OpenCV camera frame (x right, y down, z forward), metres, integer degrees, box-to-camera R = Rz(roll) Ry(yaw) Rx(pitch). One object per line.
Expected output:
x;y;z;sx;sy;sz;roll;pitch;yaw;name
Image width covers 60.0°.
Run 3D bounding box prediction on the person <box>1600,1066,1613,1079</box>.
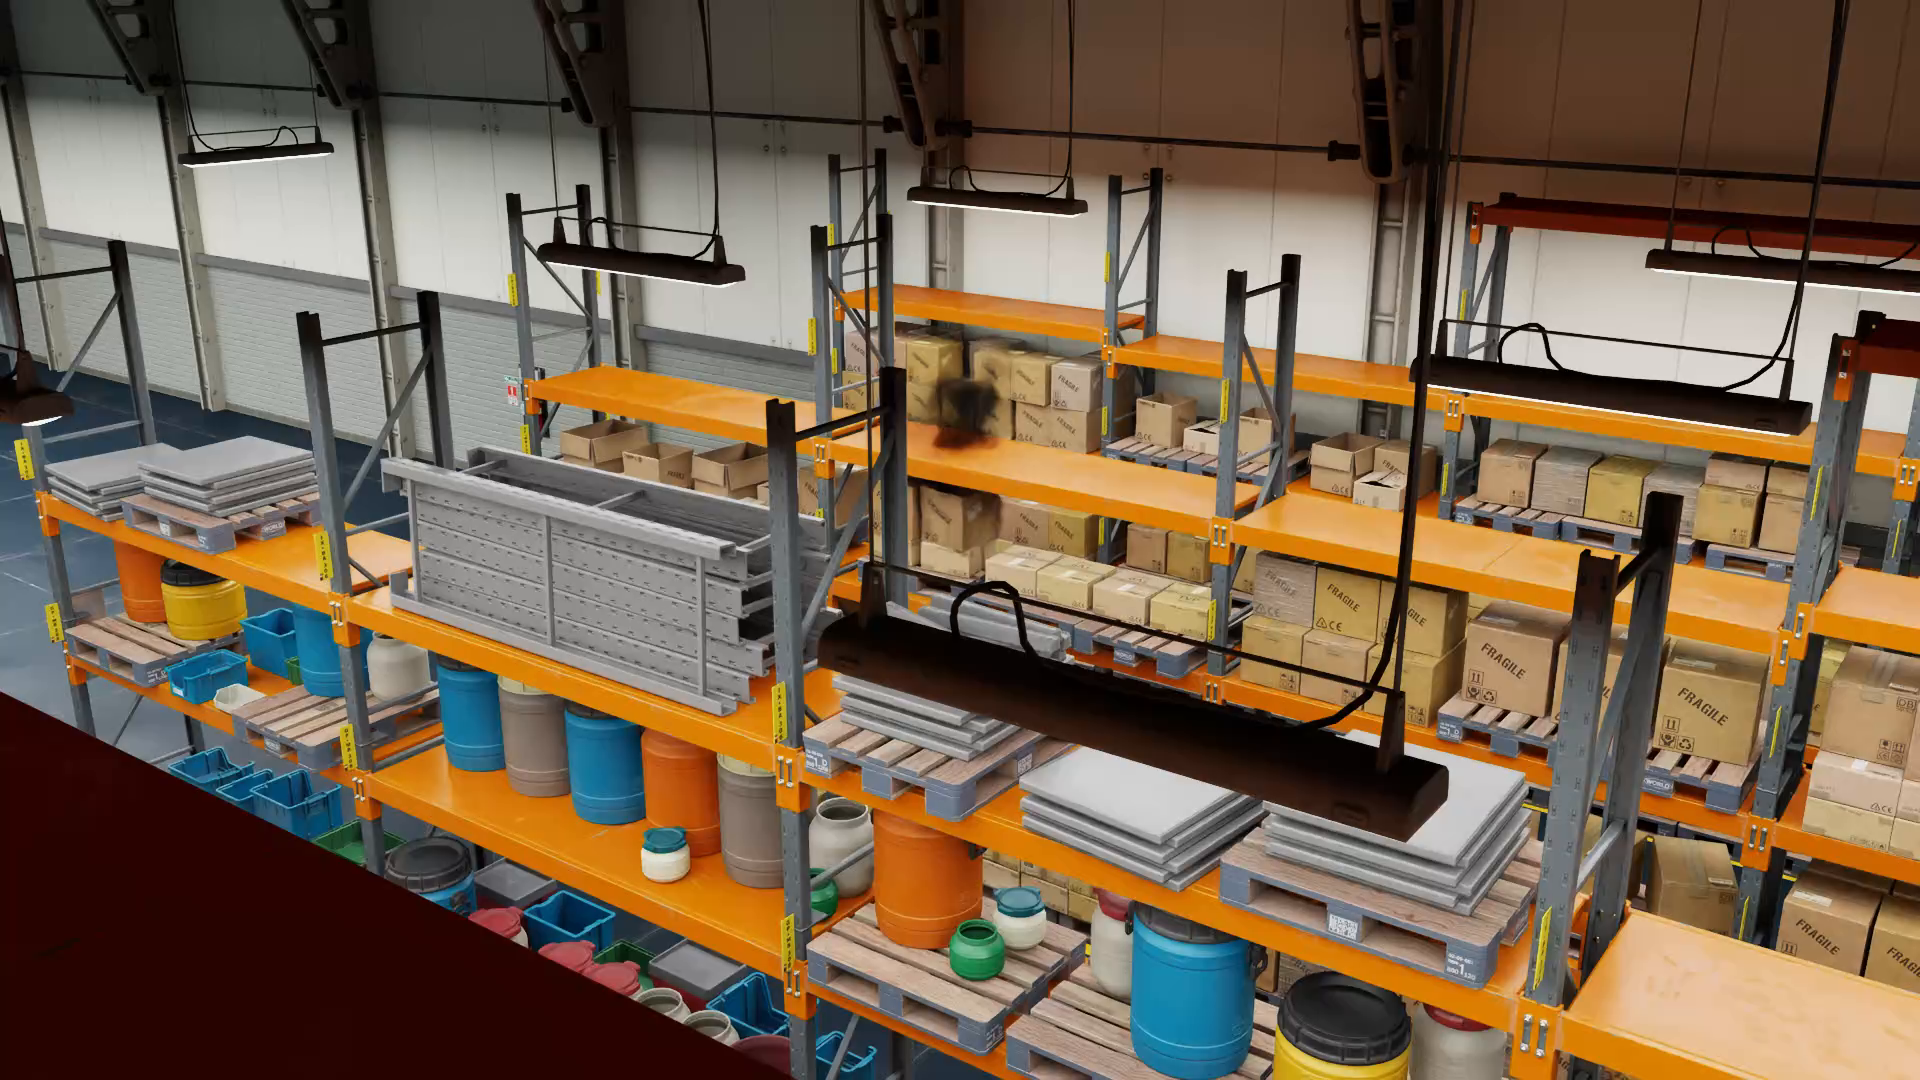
3.975;4.048;10.462;0.808;1.661;0.575;11;21;29;person
